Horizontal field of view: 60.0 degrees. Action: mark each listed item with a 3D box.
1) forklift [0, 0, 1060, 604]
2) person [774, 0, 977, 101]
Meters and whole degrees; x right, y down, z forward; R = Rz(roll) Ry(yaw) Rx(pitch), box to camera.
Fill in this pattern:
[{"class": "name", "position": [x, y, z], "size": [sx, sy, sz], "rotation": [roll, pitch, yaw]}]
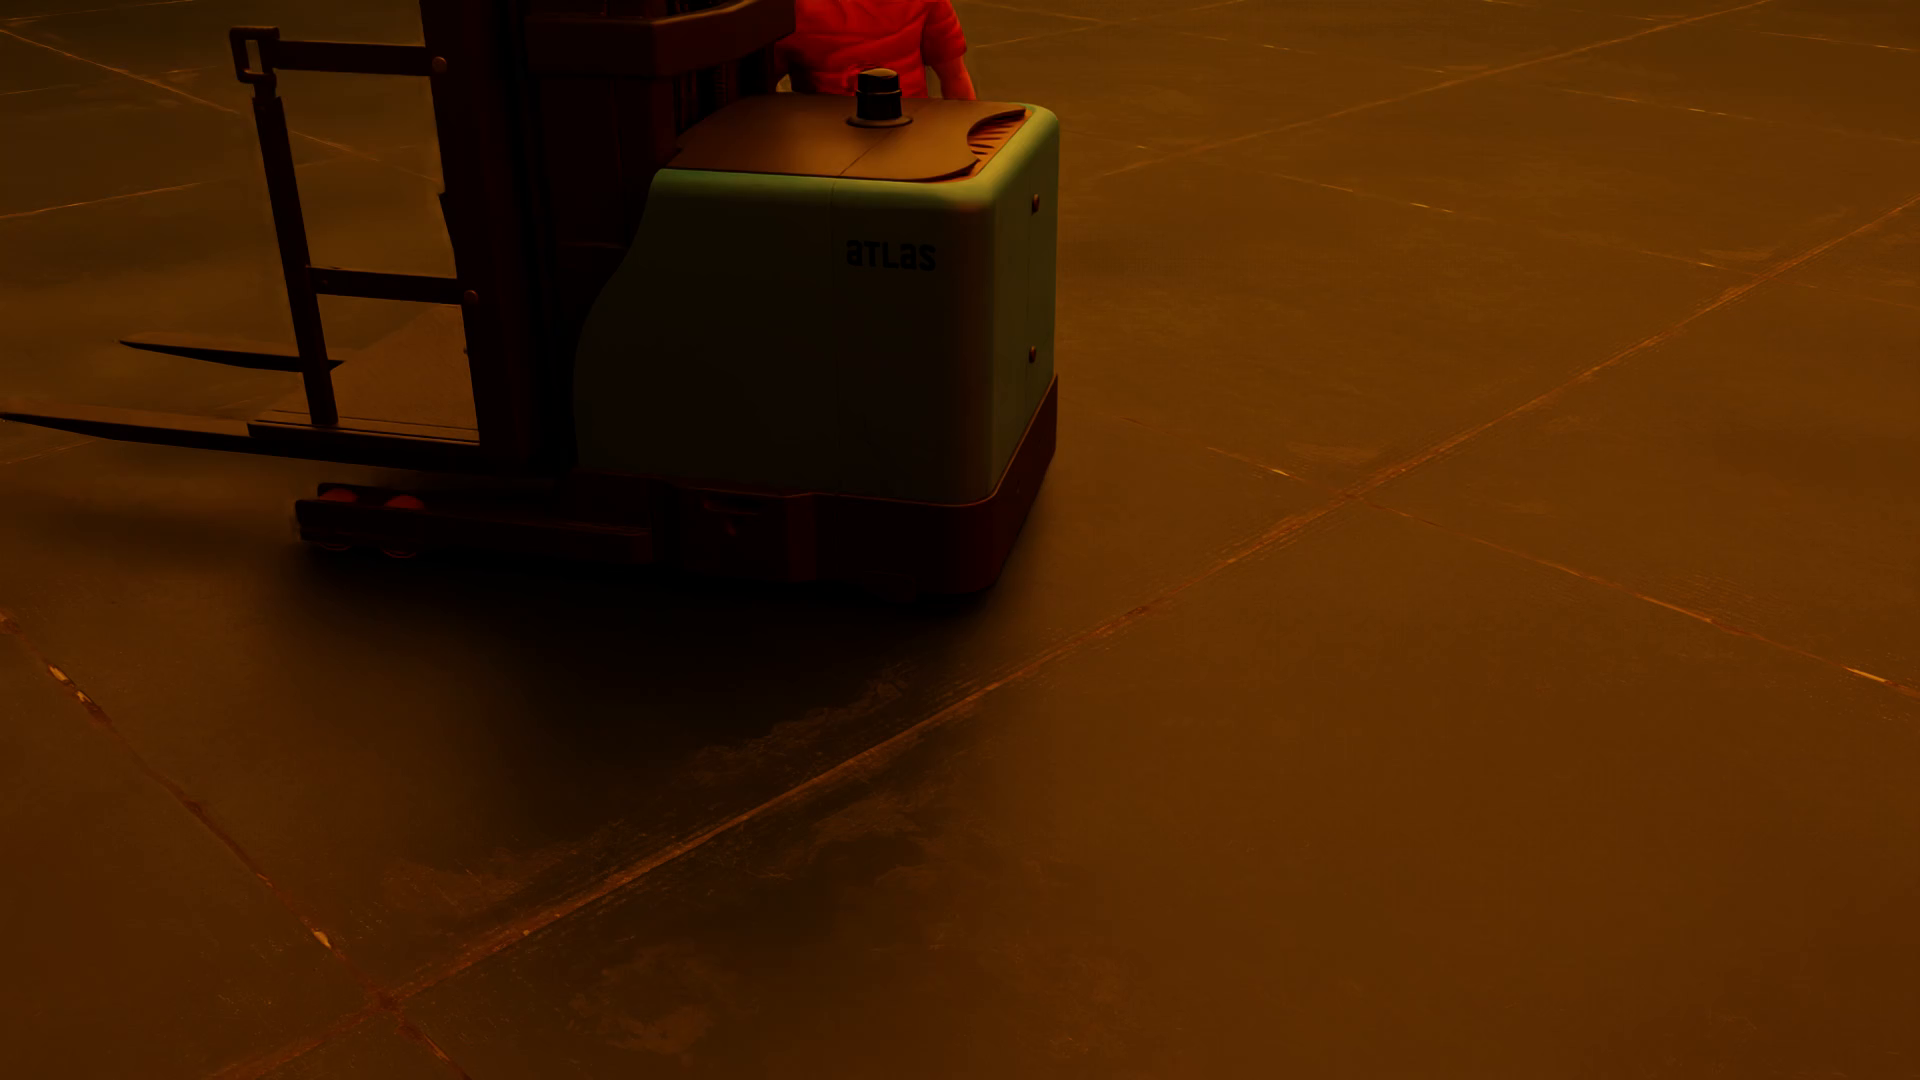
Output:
[{"class": "forklift", "position": [-1.290, -1.485, 4.241], "size": [3.031, 2.935, 1.130], "rotation": [6, 27, 12]}, {"class": "person", "position": [-0.356, -1.156, 5.037], "size": [0.833, 1.586, 1.000], "rotation": [-10, 28, -20]}]
